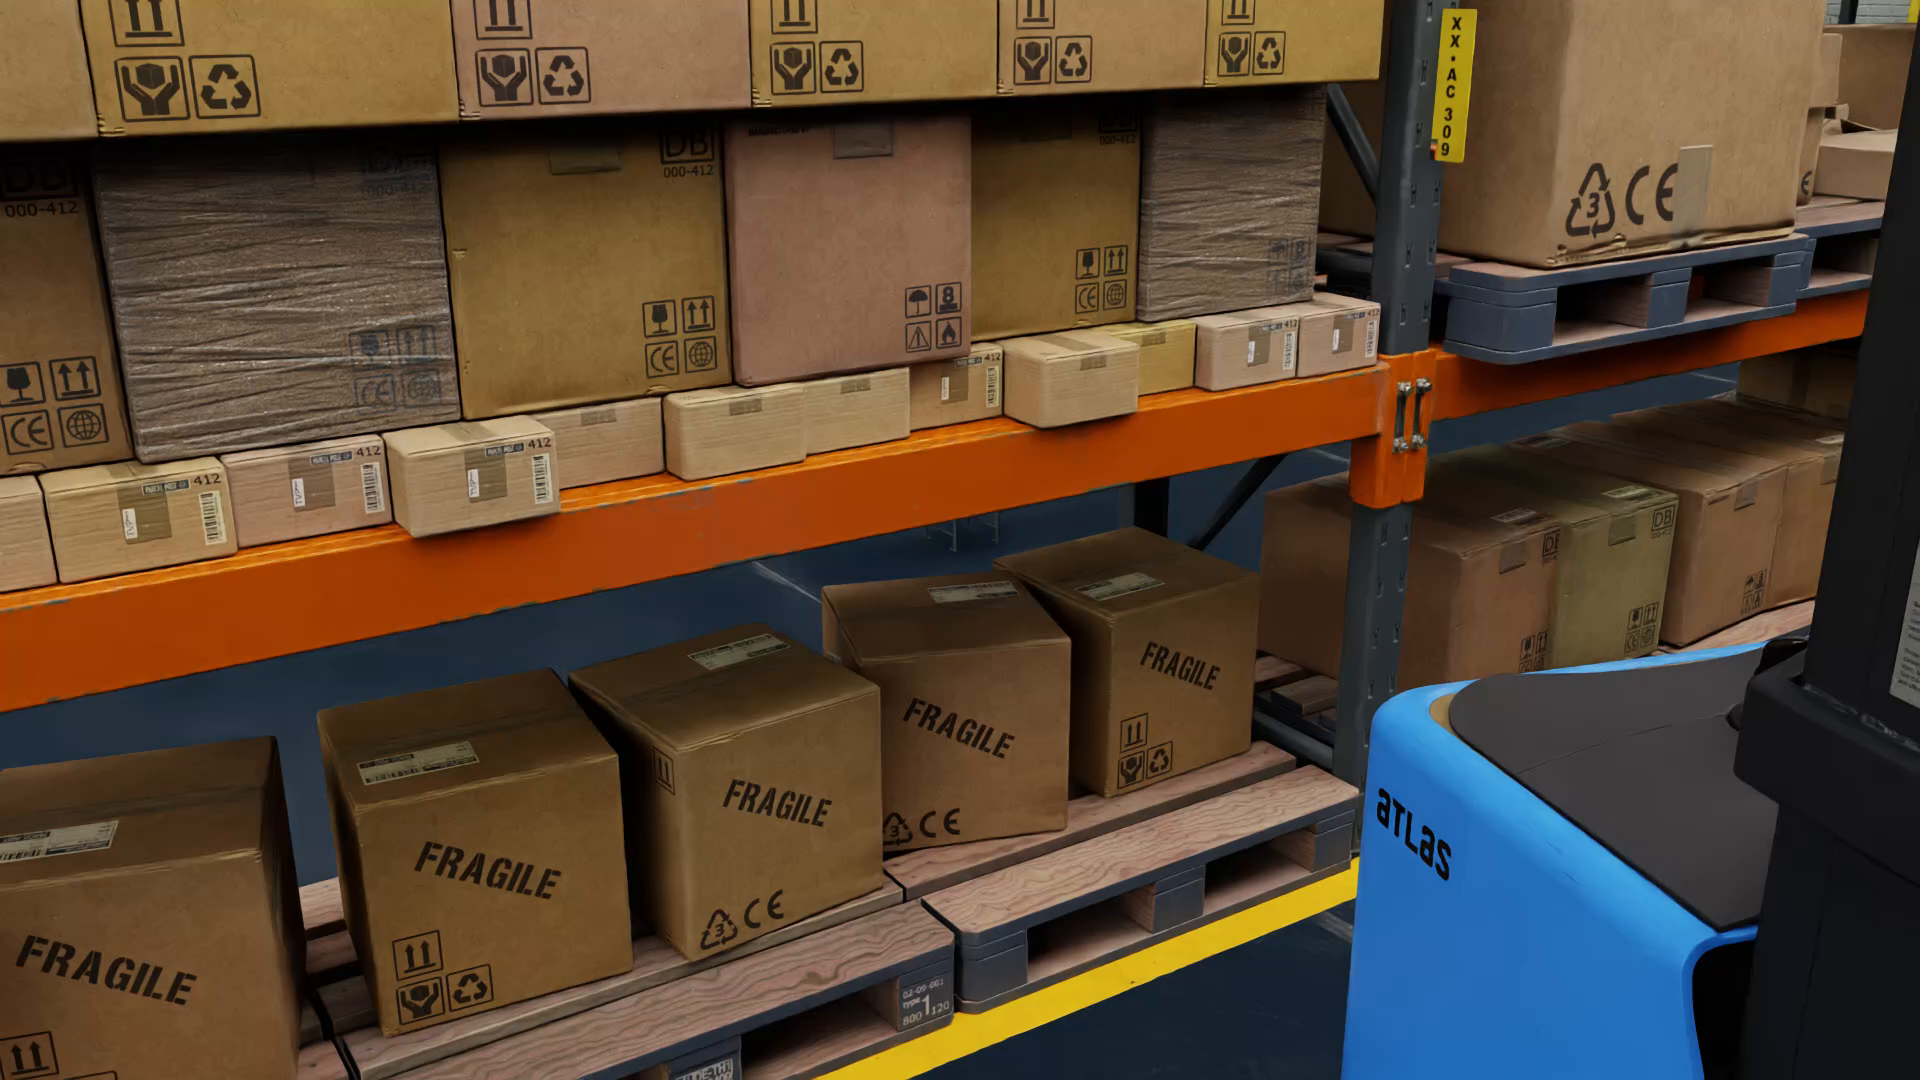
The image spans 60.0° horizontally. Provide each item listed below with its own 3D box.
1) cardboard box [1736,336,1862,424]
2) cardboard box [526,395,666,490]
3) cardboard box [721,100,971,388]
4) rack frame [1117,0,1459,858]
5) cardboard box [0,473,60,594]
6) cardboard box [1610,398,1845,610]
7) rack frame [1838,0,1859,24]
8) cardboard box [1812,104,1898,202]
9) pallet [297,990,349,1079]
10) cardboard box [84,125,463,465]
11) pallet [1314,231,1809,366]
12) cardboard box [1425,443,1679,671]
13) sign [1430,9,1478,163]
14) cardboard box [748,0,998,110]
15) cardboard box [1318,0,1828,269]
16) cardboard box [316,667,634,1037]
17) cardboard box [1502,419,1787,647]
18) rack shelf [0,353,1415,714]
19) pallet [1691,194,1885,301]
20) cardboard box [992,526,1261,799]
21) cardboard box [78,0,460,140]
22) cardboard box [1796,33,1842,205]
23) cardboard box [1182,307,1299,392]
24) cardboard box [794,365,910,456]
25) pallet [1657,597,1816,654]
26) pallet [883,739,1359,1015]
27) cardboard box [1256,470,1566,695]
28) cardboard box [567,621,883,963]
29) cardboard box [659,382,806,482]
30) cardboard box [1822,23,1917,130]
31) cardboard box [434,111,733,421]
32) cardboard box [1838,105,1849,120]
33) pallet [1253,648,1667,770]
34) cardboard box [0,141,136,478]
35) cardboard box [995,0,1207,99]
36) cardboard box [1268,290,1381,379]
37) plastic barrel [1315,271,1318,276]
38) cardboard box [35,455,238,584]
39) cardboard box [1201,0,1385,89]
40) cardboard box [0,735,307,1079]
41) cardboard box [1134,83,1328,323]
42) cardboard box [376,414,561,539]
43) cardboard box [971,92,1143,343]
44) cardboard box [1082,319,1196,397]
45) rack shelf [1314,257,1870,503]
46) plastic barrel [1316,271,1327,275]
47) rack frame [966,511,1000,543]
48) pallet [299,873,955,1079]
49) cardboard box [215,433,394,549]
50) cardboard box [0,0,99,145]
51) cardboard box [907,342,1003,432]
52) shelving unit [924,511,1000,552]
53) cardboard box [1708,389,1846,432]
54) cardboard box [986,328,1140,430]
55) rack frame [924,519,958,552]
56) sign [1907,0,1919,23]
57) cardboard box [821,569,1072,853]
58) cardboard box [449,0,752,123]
[{"bbox_3d":[3.146,-0.602,5.887,0.500,0.250,0.500,-9,21,-25],"label":"cardboard box"},{"bbox_3d":[-0.744,-0.221,3.106,0.250,0.149,0.380,-12,22,-31],"label":"cardboard box"},{"bbox_3d":[-0.423,-0.672,3.428,0.500,0.500,0.875,-12,22,-31],"label":"cardboard box"},{"bbox_3d":[0.786,-0.740,4.250,0.127,3.000,1.000,-12,22,-31],"label":"rack frame"},{"bbox_3d":[-1.552,-0.031,2.547,0.250,0.149,0.380,-12,22,-31],"label":"cardboard box"},{"bbox_3d":[2.652,-0.143,5.699,0.500,0.500,0.700,-10,21,-27],"label":"cardboard box"},{"bbox_3d":[8.084,-4.179,14.421,0.127,3.000,1.000,-12,22,-31],"label":"rack frame"},{"bbox_3d":[2.882,-1.214,5.206,0.258,0.266,0.396,-13,22,-33],"label":"cardboard box"},{"bbox_3d":[-1.794,1.138,3.048,1.213,0.211,1.003,-12,22,-31],"label":"pallet"},{"bbox_3d":[-1.288,-0.510,2.949,0.500,0.500,0.875,-12,22,-31],"label":"cardboard box"},{"bbox_3d":[1.504,-0.745,4.564,1.213,0.211,1.003,-12,22,-31],"label":"pallet"},{"bbox_3d":[1.719,0.054,5.117,0.500,0.500,0.700,-12,22,-32],"label":"cardboard box"},{"bbox_3d":[1.090,-1.006,3.686,0.005,0.325,0.100,-12,22,-31],"label":"sign"},{"bbox_3d":[-0.274,-1.073,3.053,0.500,0.500,0.500,-12,22,-31],"label":"cardboard box"},{"bbox_3d":[1.526,-1.326,4.390,1.000,1.000,1.000,-12,22,-31],"label":"cardboard box"},{"bbox_3d":[-1.011,0.624,3.461,0.500,0.500,0.500,-10,21,-26],"label":"cardboard box"},{"bbox_3d":[2.186,-0.044,5.409,0.500,0.500,0.700,-14,23,-36],"label":"cardboard box"},{"bbox_3d":[-0.885,-0.047,3.324,4.000,0.370,1.077,-12,22,-31],"label":"rack shelf"},{"bbox_3d":[2.495,-0.994,5.301,1.213,0.211,1.003,-12,22,-31],"label":"pallet"},{"bbox_3d":[0.429,0.305,4.407,0.500,0.500,0.500,-13,22,-33],"label":"cardboard box"},{"bbox_3d":[-1.108,-0.896,2.530,0.500,0.500,0.500,-12,22,-31],"label":"cardboard box"},{"bbox_3d":[2.183,-1.318,5.143,0.637,0.503,0.797,-9,21,-26],"label":"cardboard box"},{"bbox_3d":[0.554,-0.463,3.823,0.250,0.149,0.380,-12,22,-31],"label":"cardboard box"},{"bbox_3d":[-0.304,-0.298,3.334,0.250,0.149,0.380,-12,22,-31],"label":"cardboard box"},{"bbox_3d":[2.455,0.227,5.743,1.213,0.211,1.003,-12,22,-31],"label":"pallet"},{"bbox_3d":[0.244,0.709,4.319,1.213,0.211,1.003,-12,22,-31],"label":"pallet"},{"bbox_3d":[1.310,0.133,4.883,0.500,0.500,0.700,-14,23,-36],"label":"cardboard box"},{"bbox_3d":[-0.520,0.538,3.717,0.500,0.500,0.500,-14,23,-36],"label":"cardboard box"},{"bbox_3d":[-0.493,-0.244,3.176,0.250,0.149,0.380,-12,22,-31],"label":"cardboard box"},{"bbox_3d":[3.286,-1.460,5.568,0.500,0.500,0.700,-8,20,-23],"label":"cardboard box"},{"bbox_3d":[-0.864,-0.595,3.201,0.500,0.500,0.875,-12,22,-31],"label":"cardboard box"},{"bbox_3d":[2.600,-1.339,5.600,0.500,0.250,0.500,-13,22,-33],"label":"cardboard box"},{"bbox_3d":[1.435,0.443,5.104,1.213,0.211,1.003,-12,22,-31],"label":"pallet"},{"bbox_3d":[-1.729,-0.434,2.723,0.500,0.500,0.875,-12,22,-31],"label":"cardboard box"},{"bbox_3d":[0.144,-1.161,3.313,0.500,0.500,0.500,-12,22,-31],"label":"cardboard box"},{"bbox_3d":[0.768,-0.505,3.946,0.250,0.149,0.380,-12,22,-31],"label":"cardboard box"},{"bbox_3d":[2.224,-2.004,11.218,0.421,0.512,0.421,0,19,0],"label":"plastic barrel"},{"bbox_3d":[-1.340,-0.074,2.671,0.250,0.149,0.380,-12,22,-31],"label":"cardboard box"},{"bbox_3d":[0.561,-1.249,3.574,0.500,0.500,0.500,-12,22,-31],"label":"cardboard box"},{"bbox_3d":[-1.544,0.730,3.150,0.500,0.500,0.500,-6,20,-17],"label":"cardboard box"},{"bbox_3d":[0.376,-0.866,4.001,0.500,0.500,0.875,-12,22,-31],"label":"cardboard box"},{"bbox_3d":[-0.880,-0.141,2.871,0.250,0.149,0.380,-12,22,-31],"label":"cardboard box"},{"bbox_3d":[-0.061,-0.787,3.769,0.500,0.500,0.875,-12,22,-31],"label":"cardboard box"},{"bbox_3d":[0.312,-0.435,3.741,0.250,0.149,0.380,-12,22,-31],"label":"cardboard box"},{"bbox_3d":[2.456,-0.752,5.408,4.000,0.370,1.077,-12,22,-31],"label":"rack shelf"},{"bbox_3d":[2.745,-2.116,11.429,0.708,0.588,0.600,-12,22,-31],"label":"plastic barrel"},{"bbox_3d":[0.092,-0.446,6.658,0.006,0.900,0.240,-12,22,-31],"label":"rack frame"},{"bbox_3d":[-0.776,0.925,3.680,1.213,0.211,1.003,-12,22,-31],"label":"pallet"},{"bbox_3d":[-1.146,-0.125,2.823,0.250,0.149,0.380,-12,22,-31],"label":"cardboard box"},{"bbox_3d":[-1.524,-0.808,2.268,0.500,0.500,0.500,-12,22,-31],"label":"cardboard box"},{"bbox_3d":[-0.117,-0.353,3.496,0.250,0.149,0.380,-12,22,-31],"label":"cardboard box"},{"bbox_3d":[0.007,-0.428,6.605,0.210,0.900,0.258,-12,22,-31],"label":"shelving unit"},{"bbox_3d":[3.121,-0.244,6.000,0.500,0.500,0.700,-14,23,-36],"label":"cardboard box"},{"bbox_3d":[0.164,-0.361,3.522,0.250,0.149,0.380,-12,22,-31],"label":"cardboard box"},{"bbox_3d":[-0.078,-0.410,6.552,0.006,0.900,0.240,-12,22,-31],"label":"rack frame"},{"bbox_3d":[3.818,-2.141,6.586,0.005,0.325,0.100,-12,22,-31],"label":"sign"},{"bbox_3d":[-0.045,0.408,4.102,0.500,0.500,0.500,-5,19,-14],"label":"cardboard box"},{"bbox_3d":[-0.693,-0.986,2.795,0.500,0.500,0.500,-12,22,-31],"label":"cardboard box"}]
